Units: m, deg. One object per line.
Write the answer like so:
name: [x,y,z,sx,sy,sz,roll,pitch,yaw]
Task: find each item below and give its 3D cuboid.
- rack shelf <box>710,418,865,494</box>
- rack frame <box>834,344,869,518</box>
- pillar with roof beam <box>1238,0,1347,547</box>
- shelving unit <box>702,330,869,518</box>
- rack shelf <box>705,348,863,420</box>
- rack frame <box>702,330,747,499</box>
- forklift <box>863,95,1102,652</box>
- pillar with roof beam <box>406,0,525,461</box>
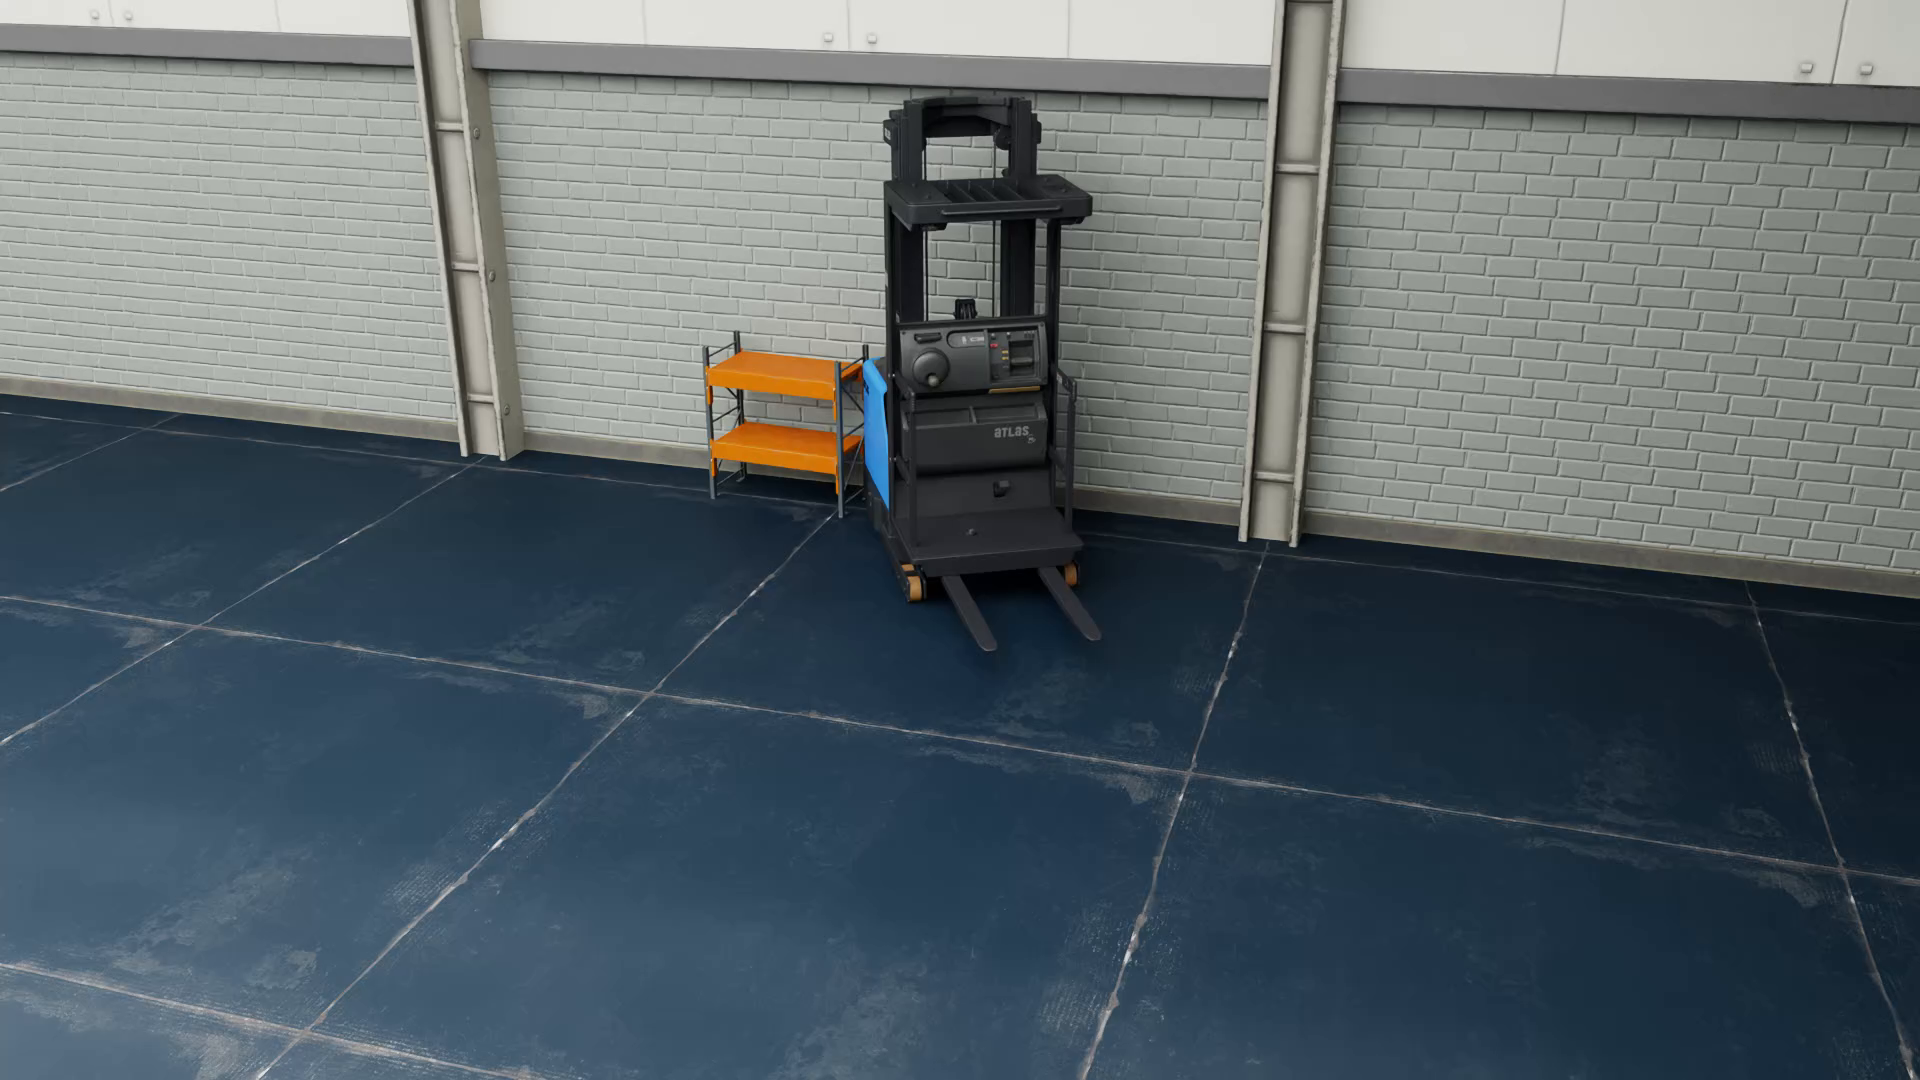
rack shelf: [-1.219,-0.609,11.916,1.000,0.278,0.538,8,24,20]
rack frame: [-0.745,-0.765,11.653,0.032,1.125,0.500,8,24,20]
pillar with roof beam: [0.874,-2.628,5.818,0.400,9.000,9.100,7,23,16]
shelving unit: [-1.219,-0.835,11.823,1.048,1.125,0.538,8,24,20]
rack shelf: [-1.219,-1.106,11.712,1.000,0.278,0.538,8,24,20]
rack frame: [-1.693,-0.905,11.994,0.032,1.125,0.500,8,24,20]
forklift: [0.137,-1.126,10.152,1.130,2.935,3.031,-5,23,-12]
pillar with roof beam: [-4.871,-3.285,7.422,0.400,9.000,9.100,7,23,16]
